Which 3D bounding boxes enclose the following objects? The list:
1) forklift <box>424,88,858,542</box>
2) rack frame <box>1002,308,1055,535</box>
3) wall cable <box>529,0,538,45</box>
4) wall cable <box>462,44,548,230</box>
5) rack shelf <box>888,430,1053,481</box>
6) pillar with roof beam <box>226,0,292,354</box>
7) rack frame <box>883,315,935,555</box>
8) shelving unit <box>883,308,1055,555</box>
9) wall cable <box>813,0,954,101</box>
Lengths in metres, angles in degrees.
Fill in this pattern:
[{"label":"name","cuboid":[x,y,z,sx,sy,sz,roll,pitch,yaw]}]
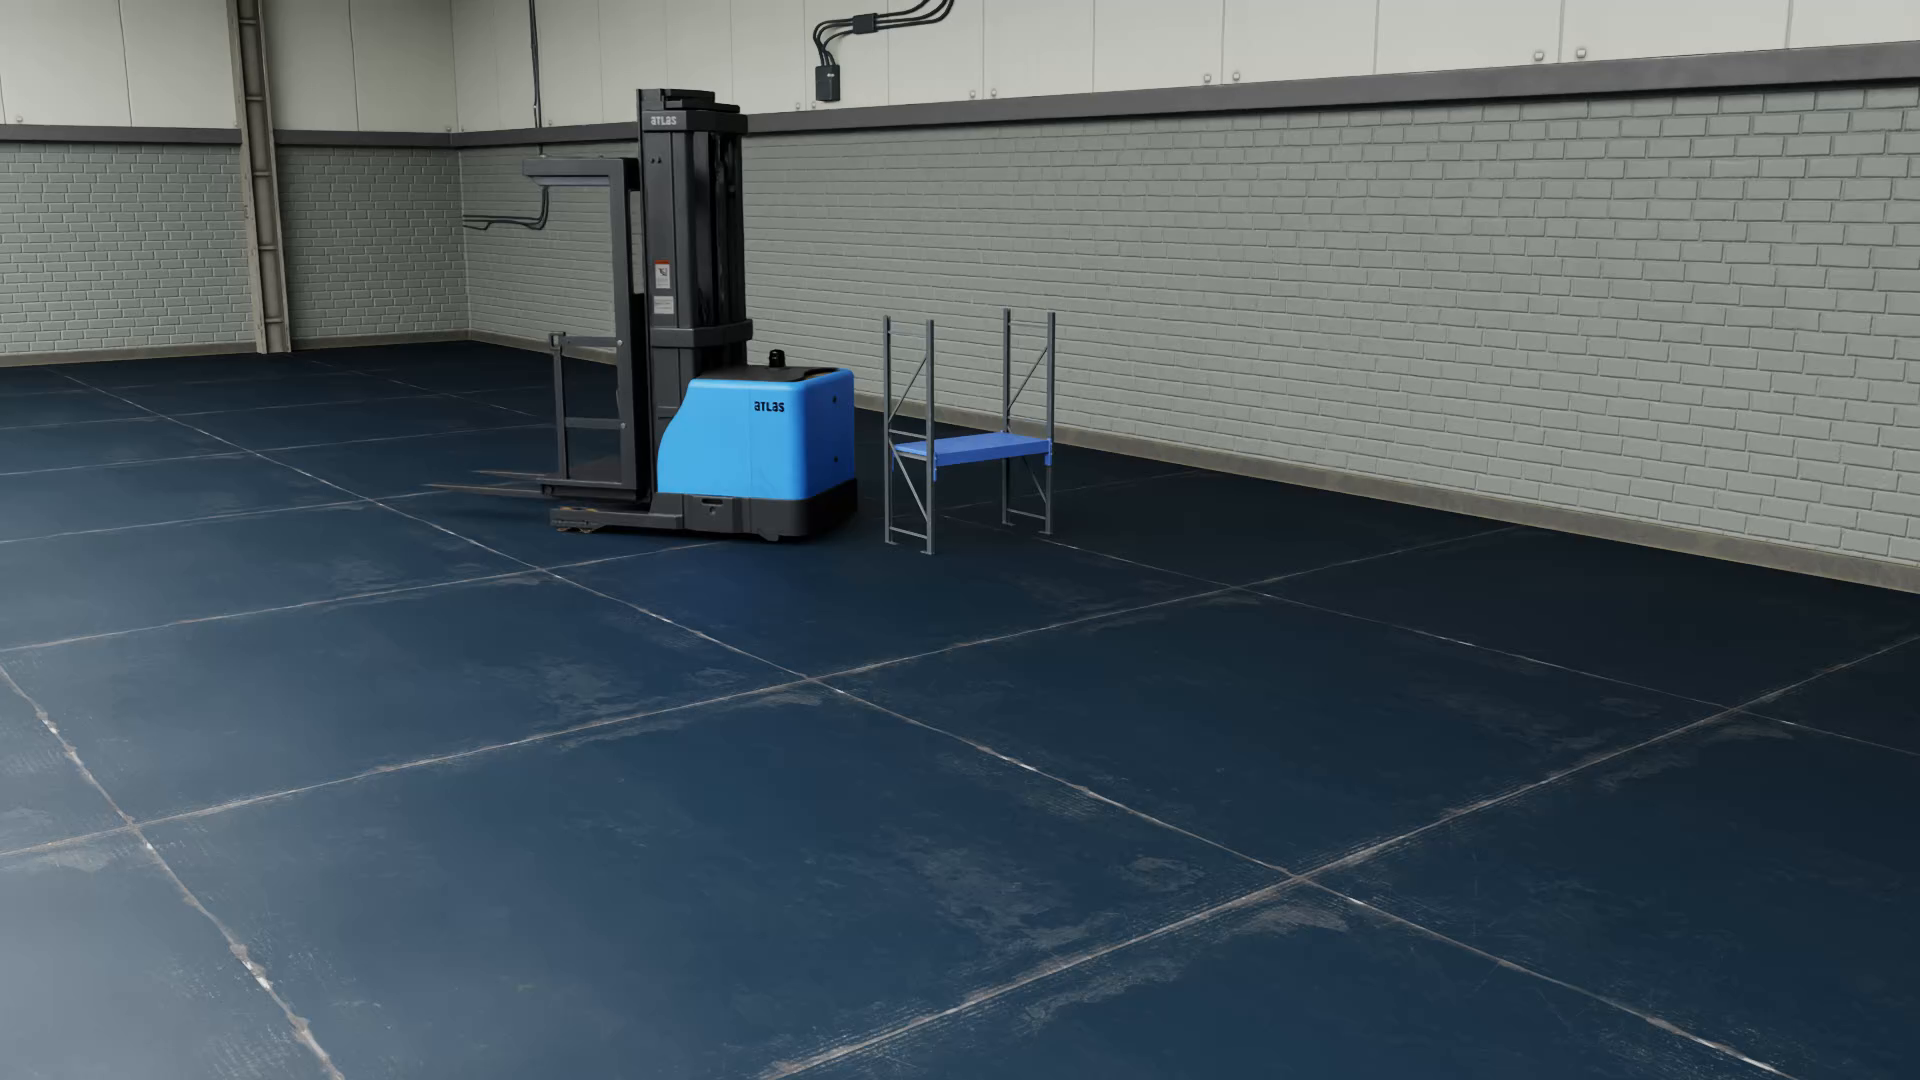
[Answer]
[{"label":"forklift","cuboid":[-2.299,-1.581,11.516,3.031,2.935,1.130,4,13,17]},{"label":"rack frame","cuboid":[0.464,-0.811,11.336,0.032,1.500,0.500,-9,15,-38]},{"label":"wall cable","cuboid":[-5.002,-7.774,21.393,0.112,2.526,3.097,-9,15,-38]},{"label":"wall cable","cuboid":[-6.692,-5.743,23.984,0.112,2.526,3.097,-9,15,-38]},{"label":"rack shelf","cuboid":[0.067,-0.569,11.062,1.000,0.185,0.538,-9,15,-38]},{"label":"pillar with roof beam","cuboid":[-7.130,-6.396,19.583,0.400,9.000,9.100,-9,15,-38]},{"label":"rack frame","cuboid":[-0.330,-0.679,10.714,0.032,1.500,0.500,-9,15,-38]},{"label":"shelving unit","cuboid":[0.067,-0.745,11.025,1.048,1.500,0.538,-9,15,-38]},{"label":"wall cable","cuboid":[-0.774,-7.383,16.047,0.169,6.003,2.305,-9,15,-38]}]
